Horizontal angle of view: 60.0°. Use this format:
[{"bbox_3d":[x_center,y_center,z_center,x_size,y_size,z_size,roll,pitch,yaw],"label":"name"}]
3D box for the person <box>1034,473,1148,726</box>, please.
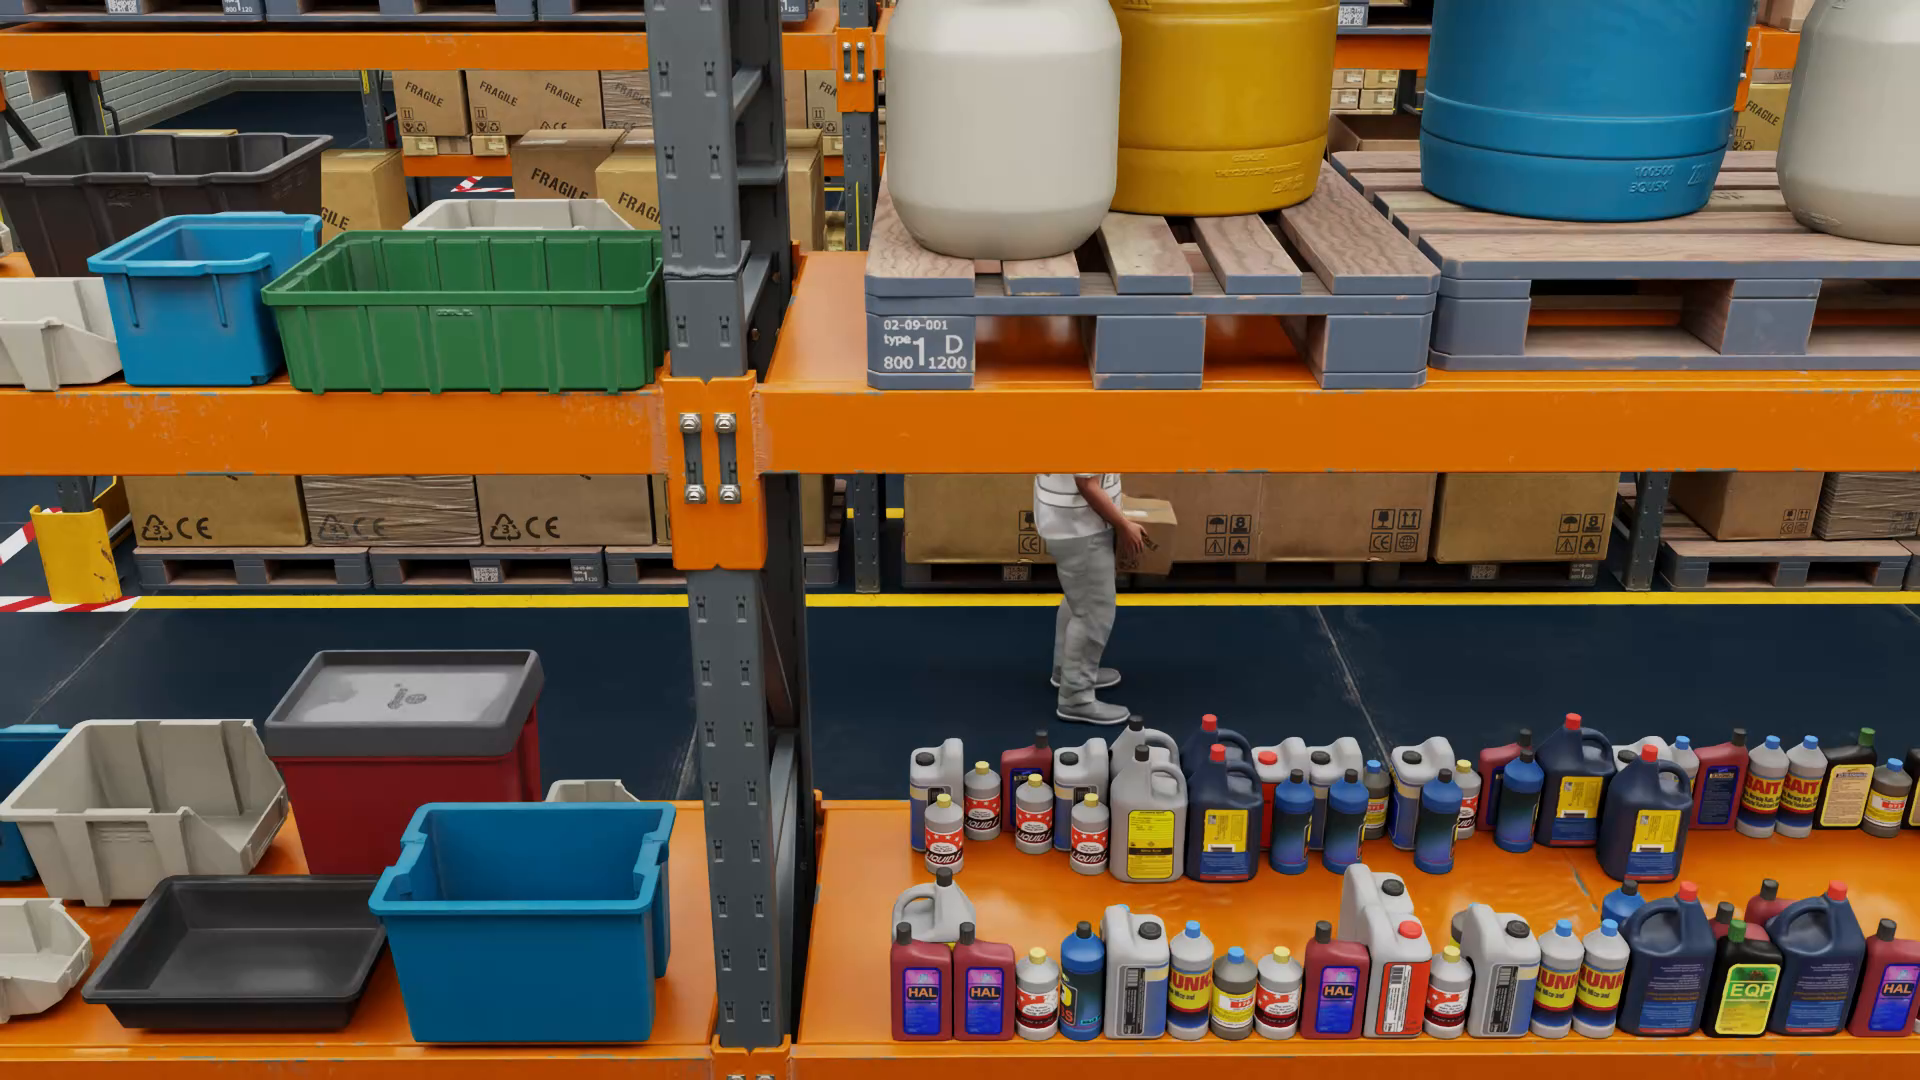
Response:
[{"bbox_3d":[0.565,-0.084,7.256,0.479,1.768,0.536,-1,24,-2],"label":"person"}]
